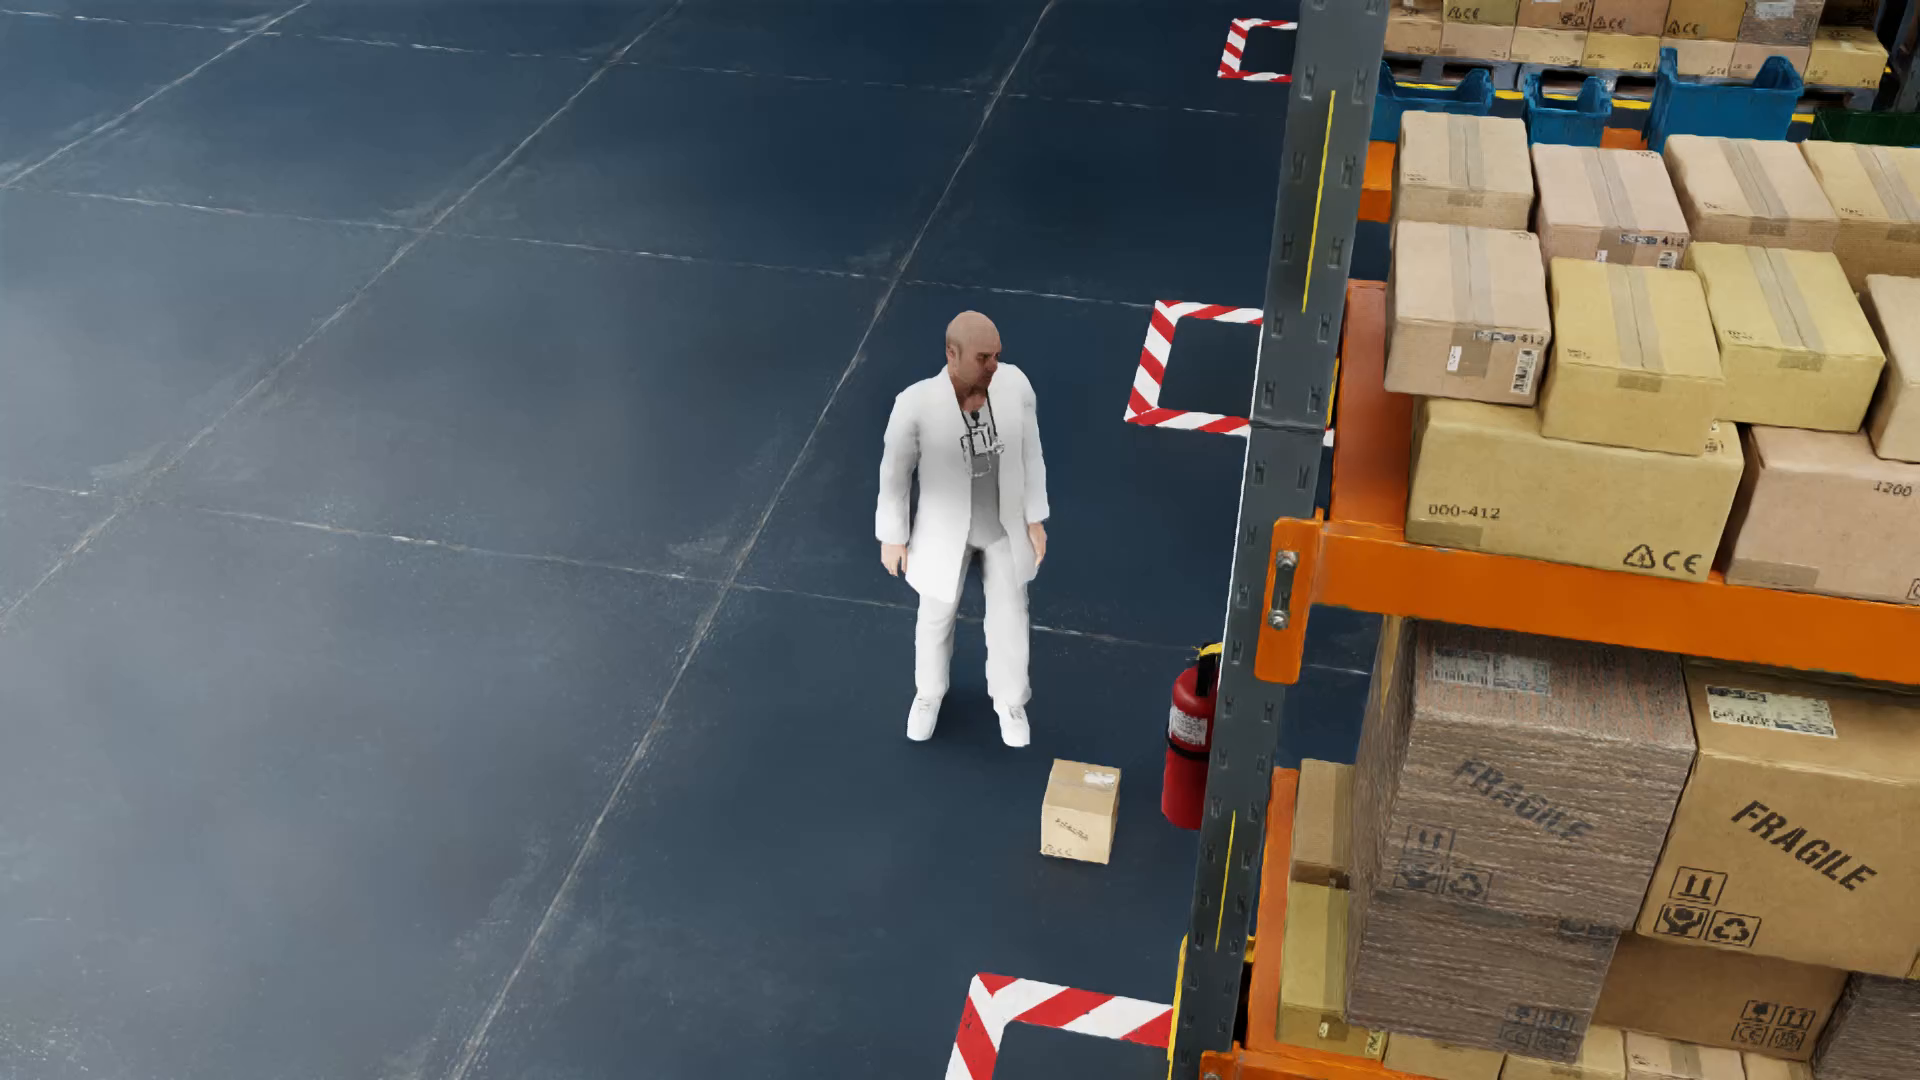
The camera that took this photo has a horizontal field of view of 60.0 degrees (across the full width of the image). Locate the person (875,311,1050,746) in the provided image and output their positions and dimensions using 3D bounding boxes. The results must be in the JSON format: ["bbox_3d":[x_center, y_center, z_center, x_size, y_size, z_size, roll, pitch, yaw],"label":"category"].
[{"bbox_3d":[0.033,0.010,6.105,0.644,1.785,0.546,-11,38,-15],"label":"person"}]
